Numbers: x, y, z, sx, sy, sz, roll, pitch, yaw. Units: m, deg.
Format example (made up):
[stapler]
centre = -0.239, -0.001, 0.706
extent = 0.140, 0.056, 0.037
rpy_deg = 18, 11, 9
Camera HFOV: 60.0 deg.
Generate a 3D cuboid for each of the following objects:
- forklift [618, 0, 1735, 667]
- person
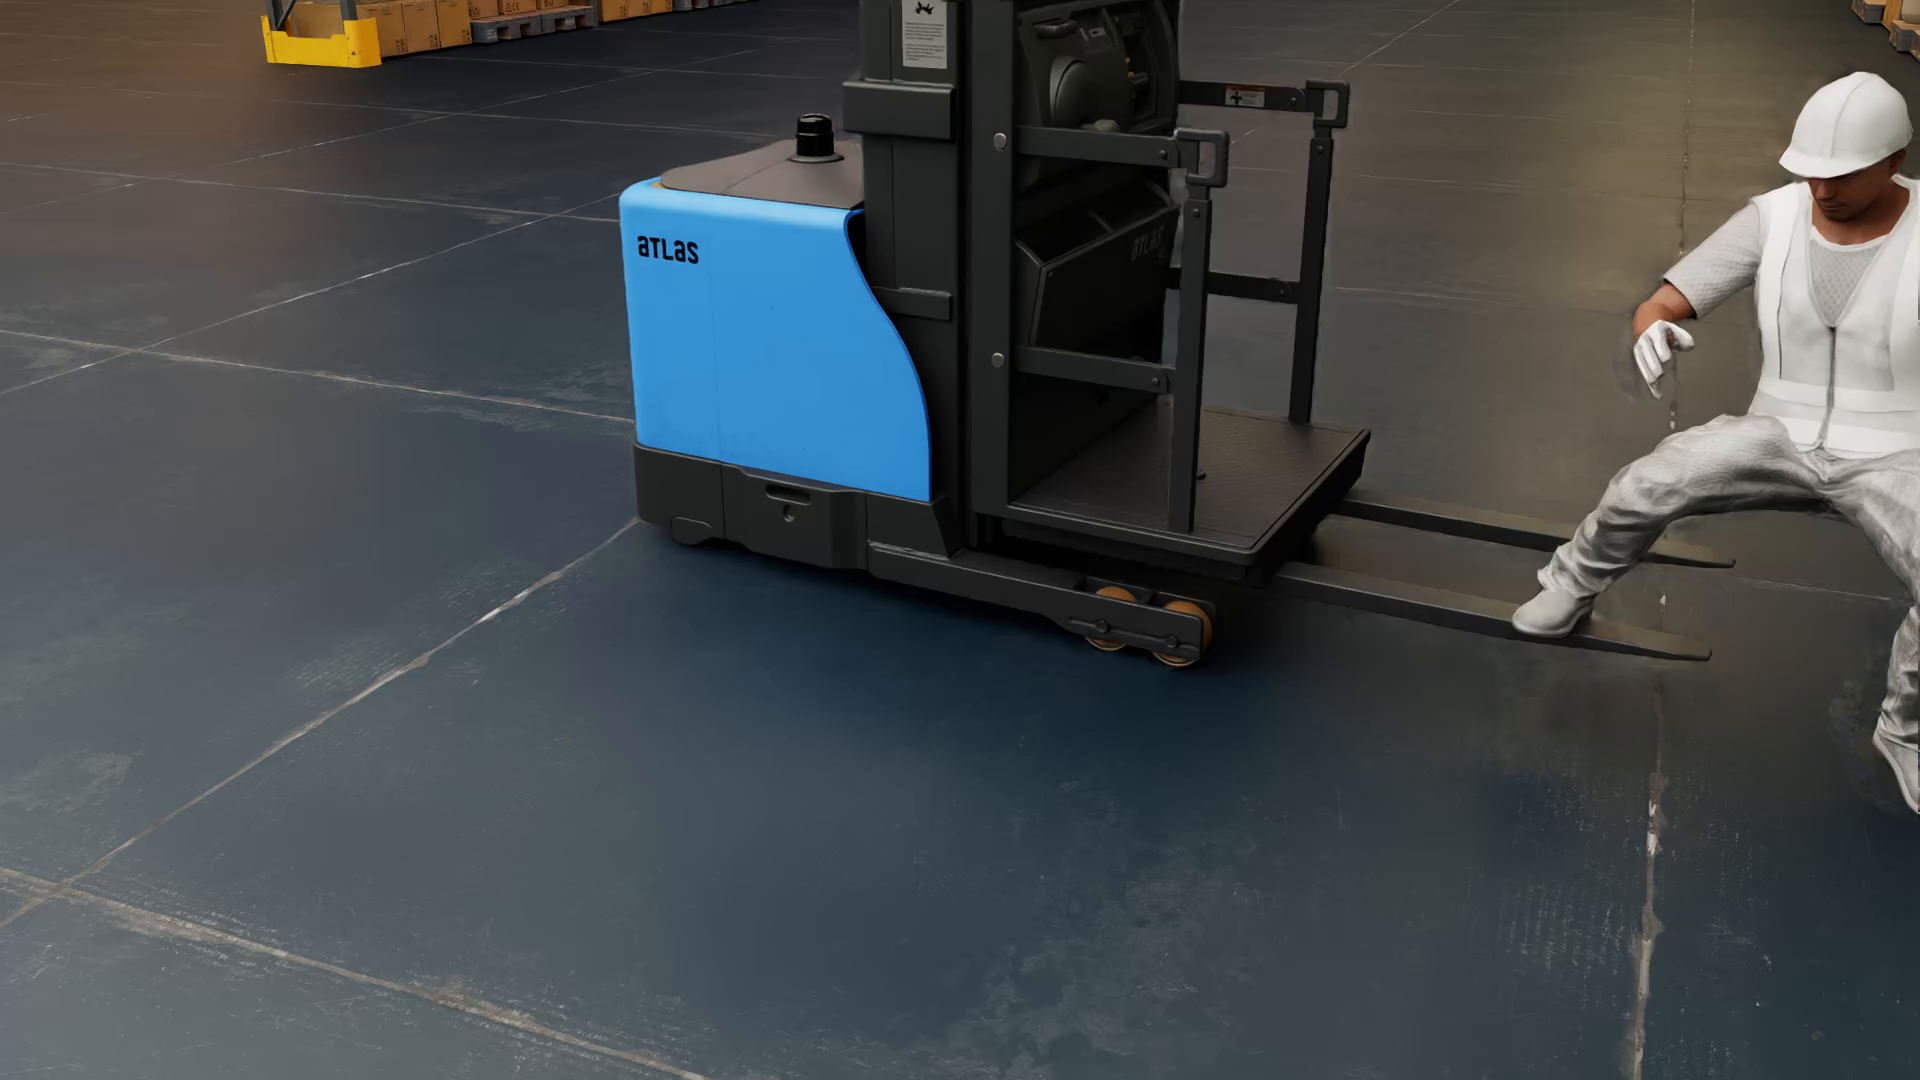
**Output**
[forklift]
centre = 0.557, -1.258, 4.303
extent = 3.031, 2.935, 1.130
rpy_deg = 12, 25, 26
[person]
centre = 1.826, -0.203, 3.561
extent = 0.775, 1.526, 1.066
rpy_deg = -21, 30, -40
